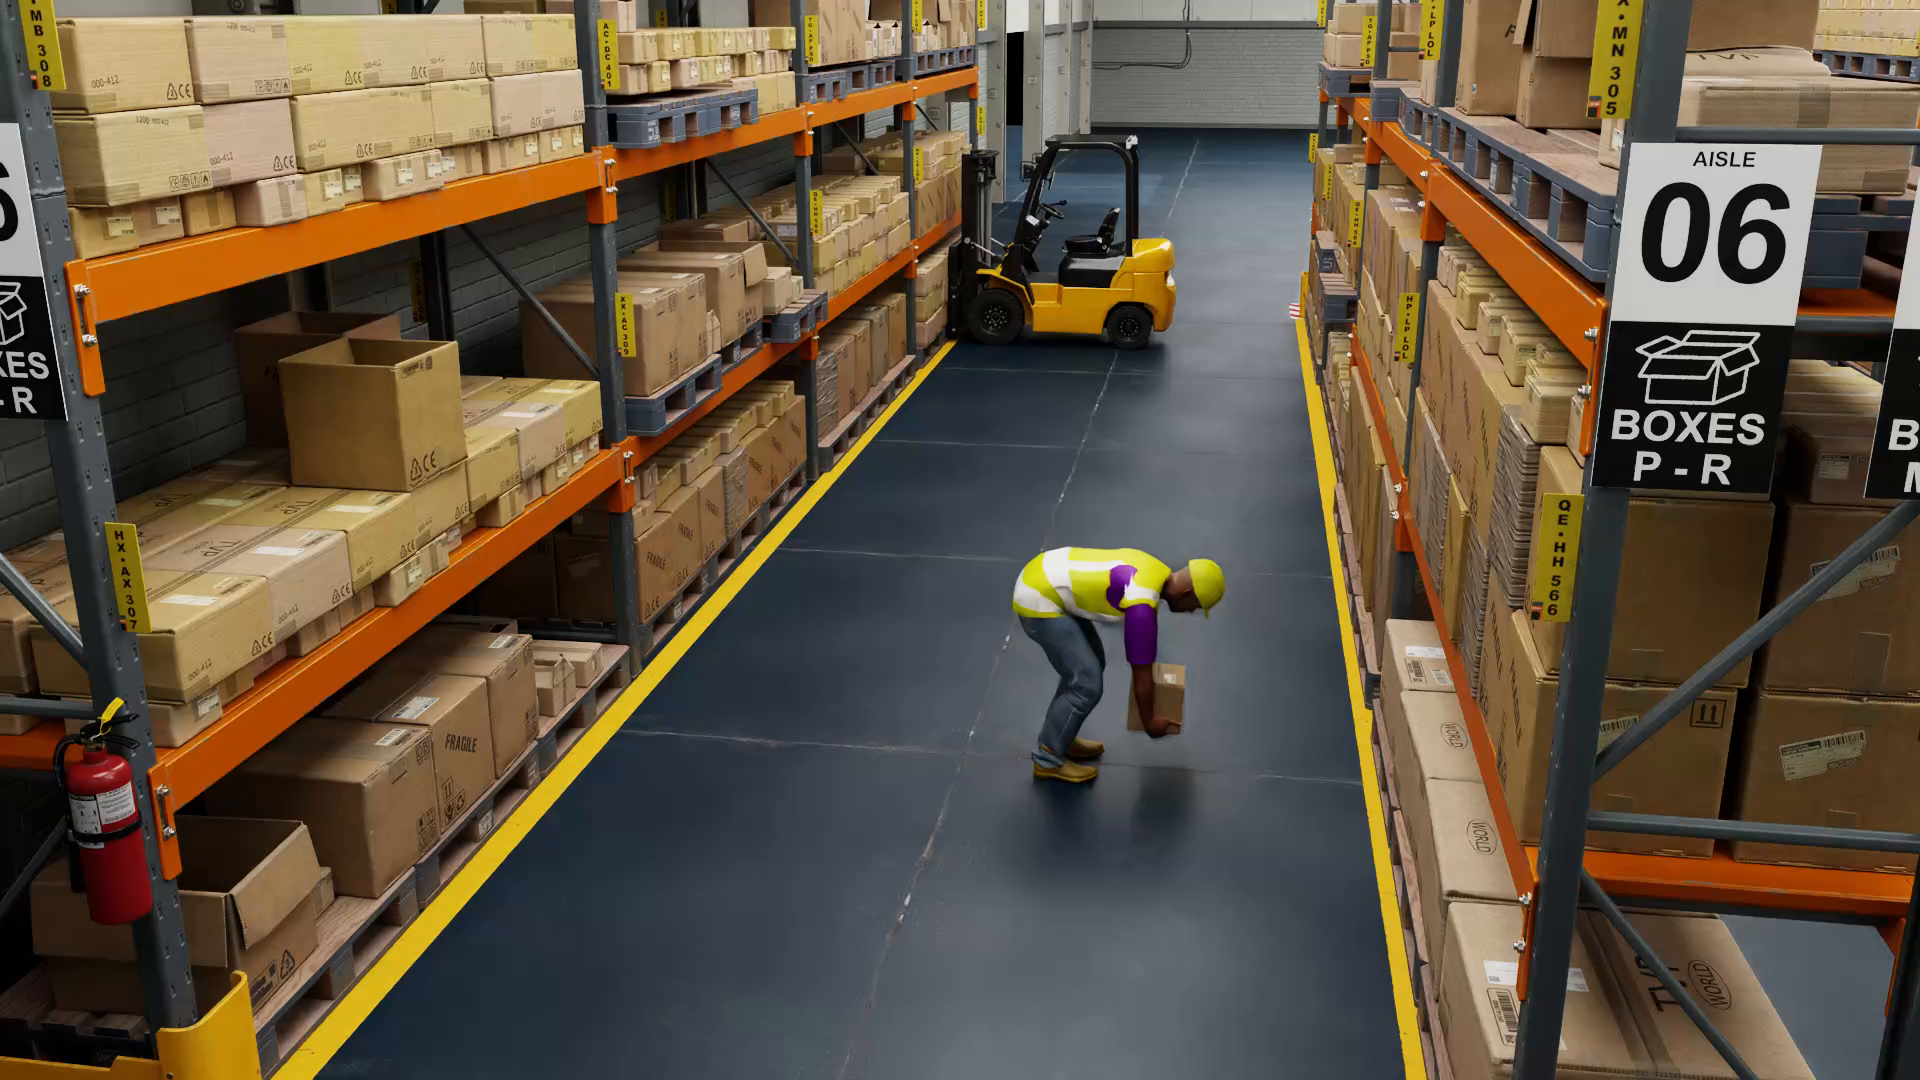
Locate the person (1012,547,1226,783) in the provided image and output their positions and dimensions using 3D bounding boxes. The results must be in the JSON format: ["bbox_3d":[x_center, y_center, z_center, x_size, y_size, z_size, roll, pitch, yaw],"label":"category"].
[{"bbox_3d":[0.734,0.570,7.824,0.981,1.096,0.478,2,18,7],"label":"person"}]
